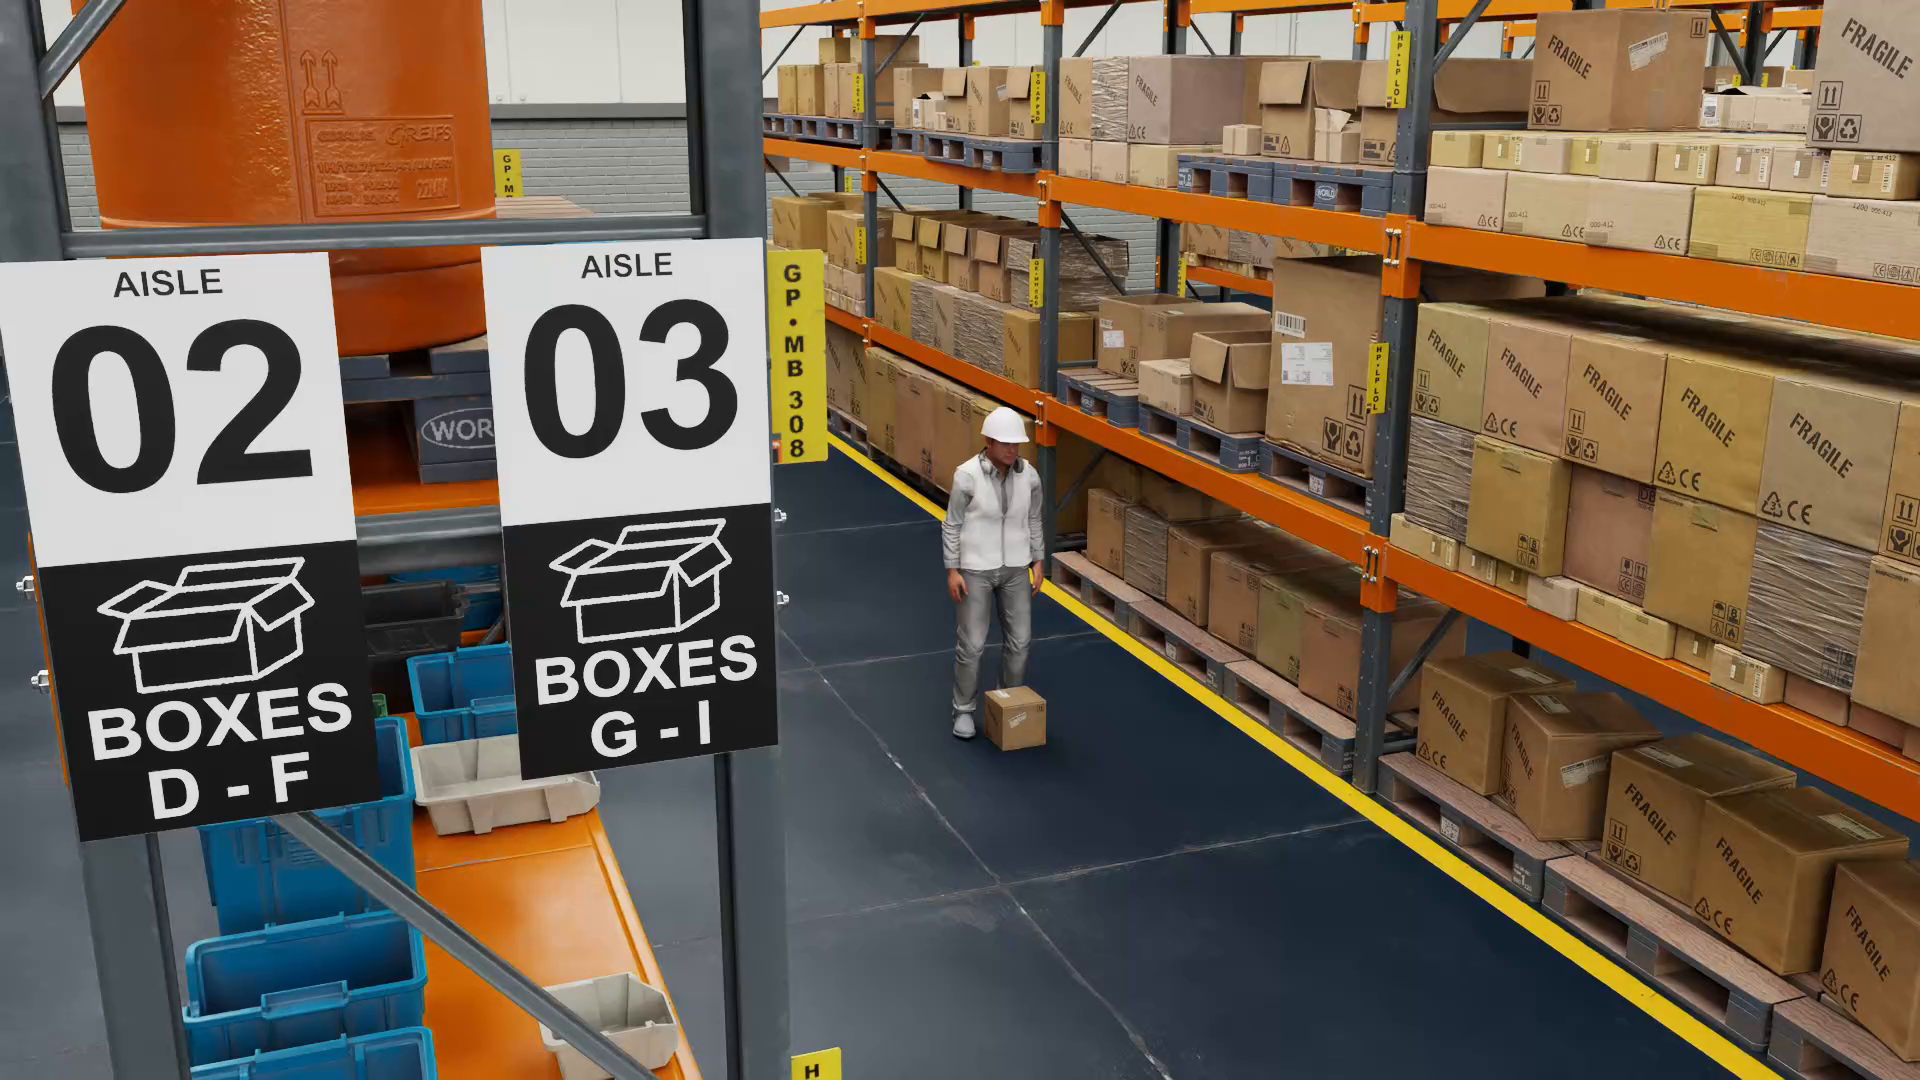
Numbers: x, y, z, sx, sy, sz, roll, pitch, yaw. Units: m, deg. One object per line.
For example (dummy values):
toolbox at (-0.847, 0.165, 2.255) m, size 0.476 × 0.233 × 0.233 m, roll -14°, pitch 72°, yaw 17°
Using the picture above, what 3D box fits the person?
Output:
person at (0.186, 0.155, 8.917) m, size 0.579 × 1.771 × 0.462 m, roll -6°, pitch 17°, yaw -22°
